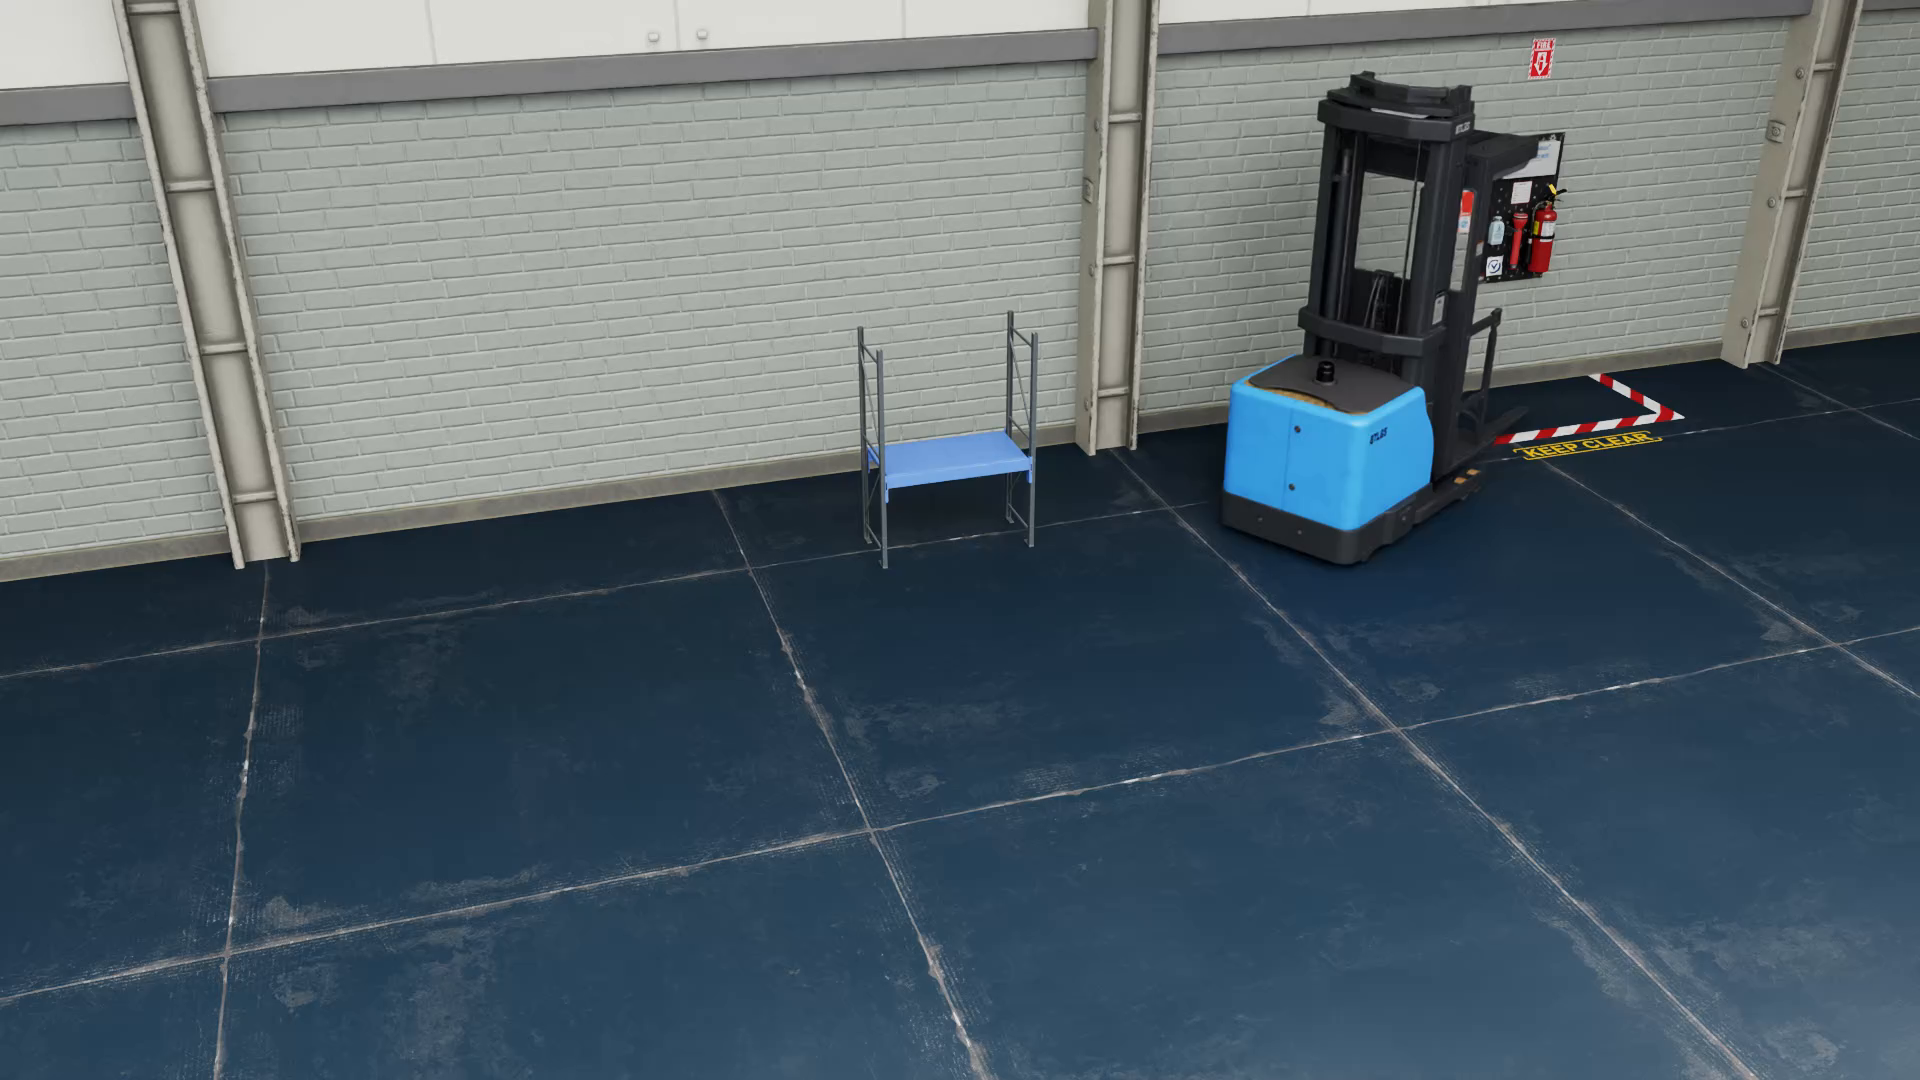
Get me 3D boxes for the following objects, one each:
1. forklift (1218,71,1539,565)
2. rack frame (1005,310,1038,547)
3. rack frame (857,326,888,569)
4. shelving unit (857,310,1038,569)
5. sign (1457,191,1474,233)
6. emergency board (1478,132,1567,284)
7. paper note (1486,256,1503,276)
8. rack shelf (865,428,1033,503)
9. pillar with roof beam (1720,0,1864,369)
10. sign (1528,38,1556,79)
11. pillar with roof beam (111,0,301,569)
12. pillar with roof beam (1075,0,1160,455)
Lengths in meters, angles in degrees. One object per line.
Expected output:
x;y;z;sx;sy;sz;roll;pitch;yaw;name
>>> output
3.122;-1.726;11.425;1.130;2.935;3.031;22;34;37;forklift
0.402;-0.730;11.028;0.032;1.500;0.500;-8;28;-16;rack frame
-0.564;-0.590;10.746;0.032;1.500;0.500;-8;28;-16;rack frame
-0.081;-0.660;10.887;1.048;1.500;0.538;-8;28;-16;shelving unit
3.897;-2.558;12.982;0.234;0.329;0.001;-8;28;-16;sign
4.454;-2.574;13.056;0.643;1.169;0.194;-8;28;-16;emergency board
4.265;-2.184;13.261;0.142;0.148;0.016;-8;28;-16;paper note
-0.081;-0.499;10.967;1.000;0.185;0.538;-8;28;-16;rack shelf
8.149;-3.765;8.708;0.400;9.000;9.100;-8;28;-16;pillar with roof beam
4.416;-3.653;12.623;0.199;0.298;0.001;-8;28;-16;sign
-3.261;-2.113;5.380;0.400;9.000;9.100;-8;28;-16;pillar with roof beam
2.444;-2.939;7.044;0.400;9.000;9.100;-8;28;-16;pillar with roof beam
